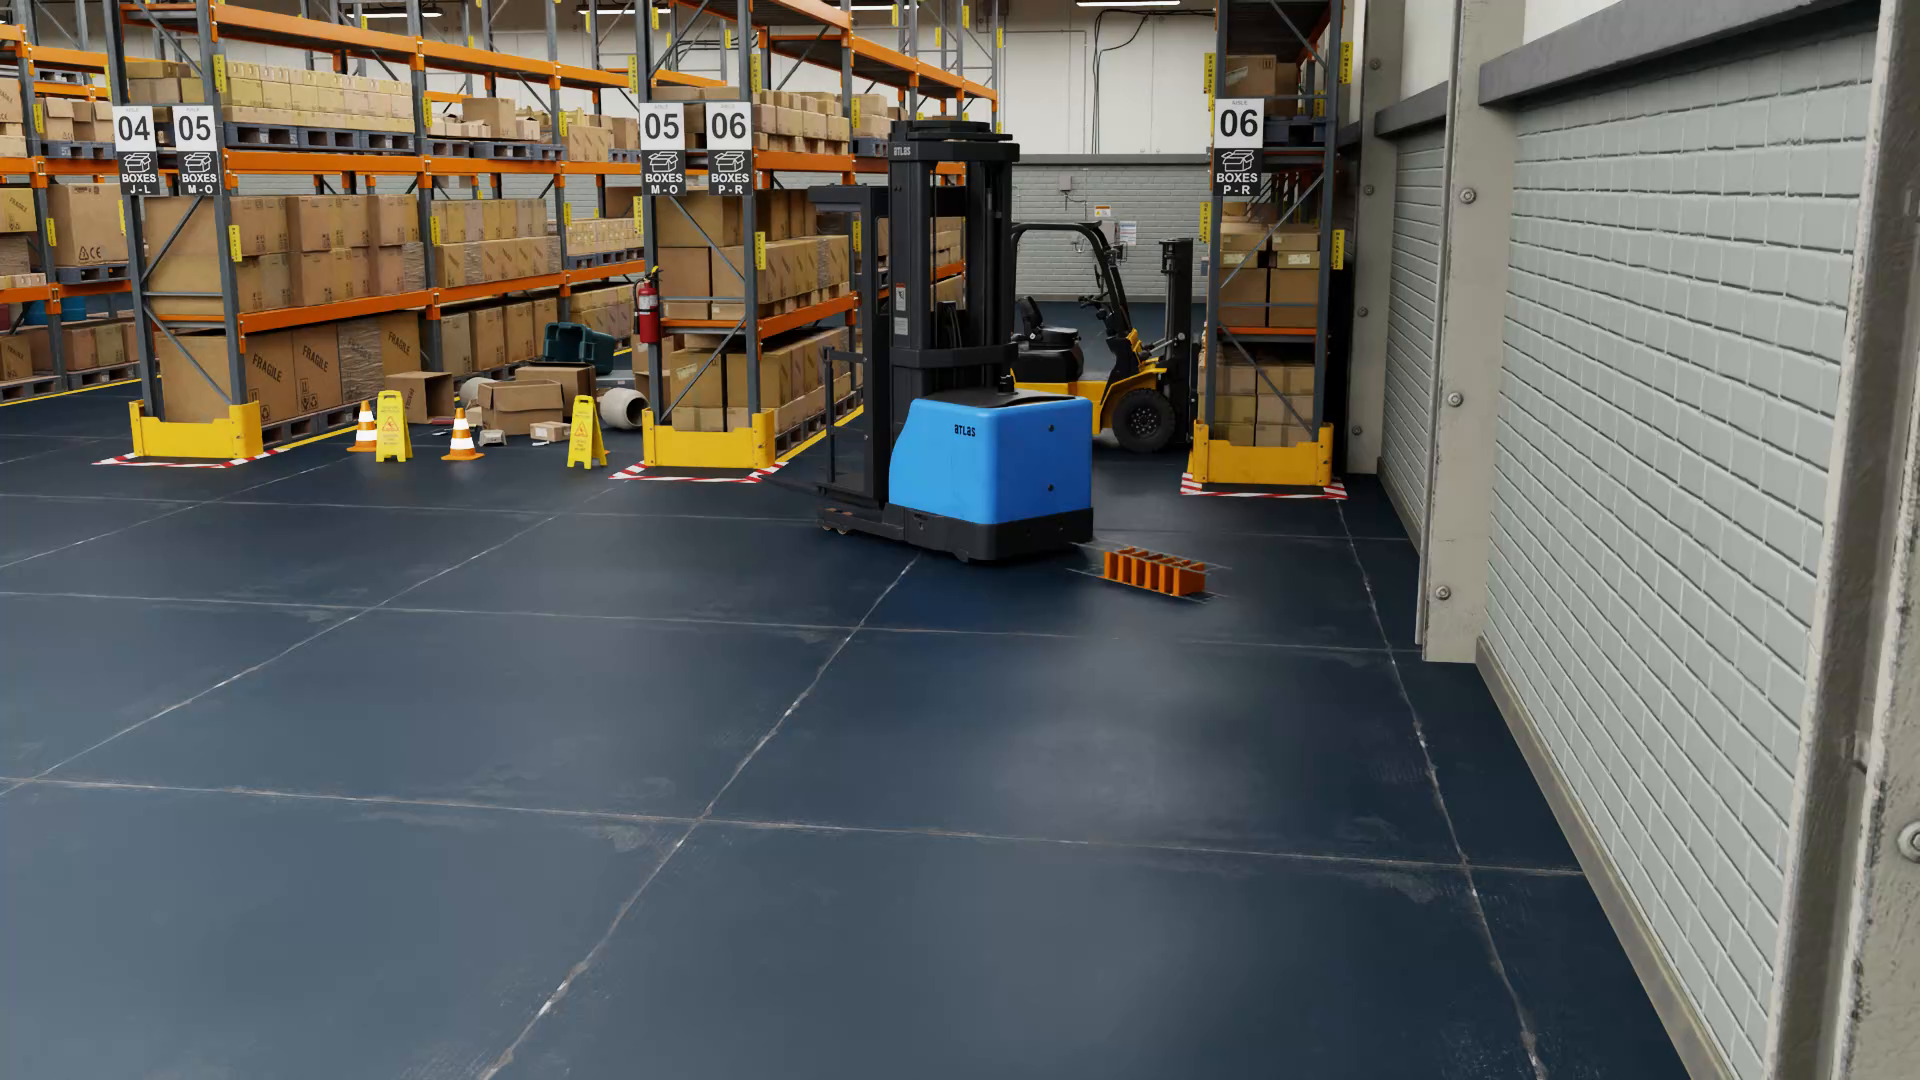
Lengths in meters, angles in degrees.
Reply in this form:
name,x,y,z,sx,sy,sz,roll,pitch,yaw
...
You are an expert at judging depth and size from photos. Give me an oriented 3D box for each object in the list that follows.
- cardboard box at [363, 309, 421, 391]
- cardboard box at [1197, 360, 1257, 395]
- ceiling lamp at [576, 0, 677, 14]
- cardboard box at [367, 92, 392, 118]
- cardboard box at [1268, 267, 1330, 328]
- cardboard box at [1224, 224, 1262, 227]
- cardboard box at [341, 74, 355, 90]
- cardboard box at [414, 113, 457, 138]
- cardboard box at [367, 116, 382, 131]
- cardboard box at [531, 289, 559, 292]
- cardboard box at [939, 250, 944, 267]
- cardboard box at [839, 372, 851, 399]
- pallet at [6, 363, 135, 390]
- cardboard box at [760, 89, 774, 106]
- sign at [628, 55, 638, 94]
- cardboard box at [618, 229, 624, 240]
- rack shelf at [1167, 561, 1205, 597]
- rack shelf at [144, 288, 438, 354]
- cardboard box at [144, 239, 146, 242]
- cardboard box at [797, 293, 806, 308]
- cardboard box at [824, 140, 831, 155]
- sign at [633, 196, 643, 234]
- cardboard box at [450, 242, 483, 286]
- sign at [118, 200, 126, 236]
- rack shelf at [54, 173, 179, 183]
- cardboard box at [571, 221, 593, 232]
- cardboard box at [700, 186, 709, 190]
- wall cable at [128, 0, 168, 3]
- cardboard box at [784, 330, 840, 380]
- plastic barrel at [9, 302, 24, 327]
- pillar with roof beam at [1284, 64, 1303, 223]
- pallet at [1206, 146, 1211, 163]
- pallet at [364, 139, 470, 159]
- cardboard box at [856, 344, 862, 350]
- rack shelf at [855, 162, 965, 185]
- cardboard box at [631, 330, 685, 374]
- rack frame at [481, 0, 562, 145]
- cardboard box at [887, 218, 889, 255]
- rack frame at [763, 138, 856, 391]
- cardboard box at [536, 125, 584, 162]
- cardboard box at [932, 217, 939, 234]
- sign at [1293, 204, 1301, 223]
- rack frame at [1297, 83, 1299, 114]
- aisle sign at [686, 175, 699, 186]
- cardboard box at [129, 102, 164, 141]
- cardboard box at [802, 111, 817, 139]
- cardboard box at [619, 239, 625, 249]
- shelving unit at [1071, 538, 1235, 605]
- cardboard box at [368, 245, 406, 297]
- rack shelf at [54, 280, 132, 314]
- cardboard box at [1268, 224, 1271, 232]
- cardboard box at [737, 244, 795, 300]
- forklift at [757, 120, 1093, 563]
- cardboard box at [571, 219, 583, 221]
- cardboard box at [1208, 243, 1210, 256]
name,x,y,z,sx,sy,sz,roll,pitch,yaw
cardboard box,-6.757,-2.154,18.914,0.875,0.875,0.875,2,12,10
cardboard box,2.368,-1.440,14.710,0.500,0.250,0.500,2,12,11
ceiling lamp,-6.713,-12.058,32.730,2.000,3.185,0.800,2,12,9
cardboard box,-6.491,-4.692,17.942,0.500,0.250,0.500,2,12,8
cardboard box,2.956,-2.127,14.504,0.500,0.500,0.500,2,12,10
cardboard box,2.897,-3.160,17.055,0.380,0.149,0.250,2,12,8
cardboard box,-6.527,-4.754,17.283,0.380,0.149,0.250,2,12,8
cardboard box,-6.539,-5.165,20.696,0.500,0.311,0.500,1,12,7
cardboard box,-6.448,-4.468,17.847,0.380,0.149,0.250,2,12,9
cardboard box,-6.063,-3.555,24.524,0.500,0.250,0.500,2,12,9
cardboard box,-0.525,-4.149,24.481,0.500,0.250,0.500,2,12,9
cardboard box,-1.510,-1.706,18.319,0.500,0.250,0.500,2,12,11
pallet,-11.358,-2.097,21.221,1.003,0.211,1.213,2,12,9
cardboard box,-1.921,-4.048,15.238,0.380,0.149,0.250,2,12,9
sign,-2.845,-4.065,14.514,0.100,0.325,0.005,2,12,9
cardboard box,-5.386,-4.702,25.586,0.380,0.149,0.250,1,12,6
rack shelf,1.419,0.240,10.419,0.258,0.180,0.103,-10,16,-39
rack shelf,-6.899,-2.348,17.475,1.077,0.370,4.000,2,12,9
cardboard box,-11.347,-3.921,22.425,0.500,0.250,0.500,2,12,7
cardboard box,-1.755,-2.408,16.642,0.380,0.149,0.250,2,12,7
cardboard box,-1.573,-4.141,17.563,0.380,0.149,0.250,2,12,9
sign,-2.845,-2.886,14.768,0.100,0.325,0.005,2,12,9
cardboard box,-6.168,-3.371,20.276,0.500,0.500,0.500,2,12,9
sign,-7.741,-2.985,15.416,0.100,0.325,0.005,2,12,9
rack shelf,-14.833,-6.654,30.338,1.077,0.370,4.000,2,12,9
cardboard box,-5.592,-4.574,24.284,0.380,0.149,0.250,1,12,6
cardboard box,-4.719,-5.980,29.303,0.500,0.500,0.500,3,12,12
wall cable,-17.360,-13.362,37.221,3.097,2.526,0.112,2,12,9
cardboard box,-1.587,-1.966,17.748,0.500,0.500,0.500,2,12,10
plastic barrel,-15.525,-3.738,27.126,0.421,0.512,0.421,0,12,0
pillar with roof beam,2.118,-8.919,32.017,9.100,9.000,0.548,2,12,9
pallet,4.125,-5.507,23.752,1.213,0.211,1.003,2,12,9
pallet,-6.499,-4.681,19.928,0.805,0.209,1.217,1,12,6
cardboard box,-1.499,-2.156,20.119,0.950,0.372,0.625,3,12,12
rack shelf,-0.762,-5.340,24.240,1.077,0.370,4.000,2,12,9
cardboard box,-3.448,-2.176,19.107,0.500,0.500,0.500,2,12,9
rack frame,-5.976,-6.881,22.563,1.000,3.000,0.127,2,12,9
cardboard box,-1.095,-3.778,20.465,0.500,0.500,0.500,1,12,6
rack frame,-1.685,-2.976,18.685,1.000,3.000,0.127,2,12,9
cardboard box,-5.625,-5.574,23.380,0.500,0.500,0.500,2,12,9
cardboard box,-0.590,-4.652,23.850,0.500,0.500,0.500,2,12,10
sign,4.385,-4.198,21.603,0.100,0.325,0.005,2,12,9
rack frame,3.836,-6.582,21.174,1.000,3.000,0.127,2,12,9
aisle sign,-5.031,-6.910,30.764,0.394,0.787,0.004,2,12,9
cardboard box,-10.847,-5.573,22.188,0.500,0.500,0.500,2,12,10
cardboard box,-1.719,-4.097,16.415,0.500,0.250,0.500,2,12,10
cardboard box,-5.382,-4.558,25.624,0.380,0.149,0.250,1,12,6
shelving unit,1.214,0.190,10.654,0.258,0.189,1.200,-10,16,-39
cardboard box,-6.698,-2.997,18.423,0.875,0.550,0.550,2,12,9
rack shelf,-11.169,-3.362,22.182,1.077,0.370,4.000,2,12,9
cardboard box,3.390,-3.201,17.242,0.380,0.149,0.250,2,12,7
cardboard box,-1.876,-2.536,15.696,0.500,0.500,0.500,2,12,10
forklift,-0.403,-1.534,12.152,1.130,2.935,3.031,-10,16,-39
cardboard box,-6.034,-4.871,25.661,0.380,0.149,0.250,2,12,8
cardboard box,3.678,-4.011,22.845,0.500,0.250,0.500,1,12,6
